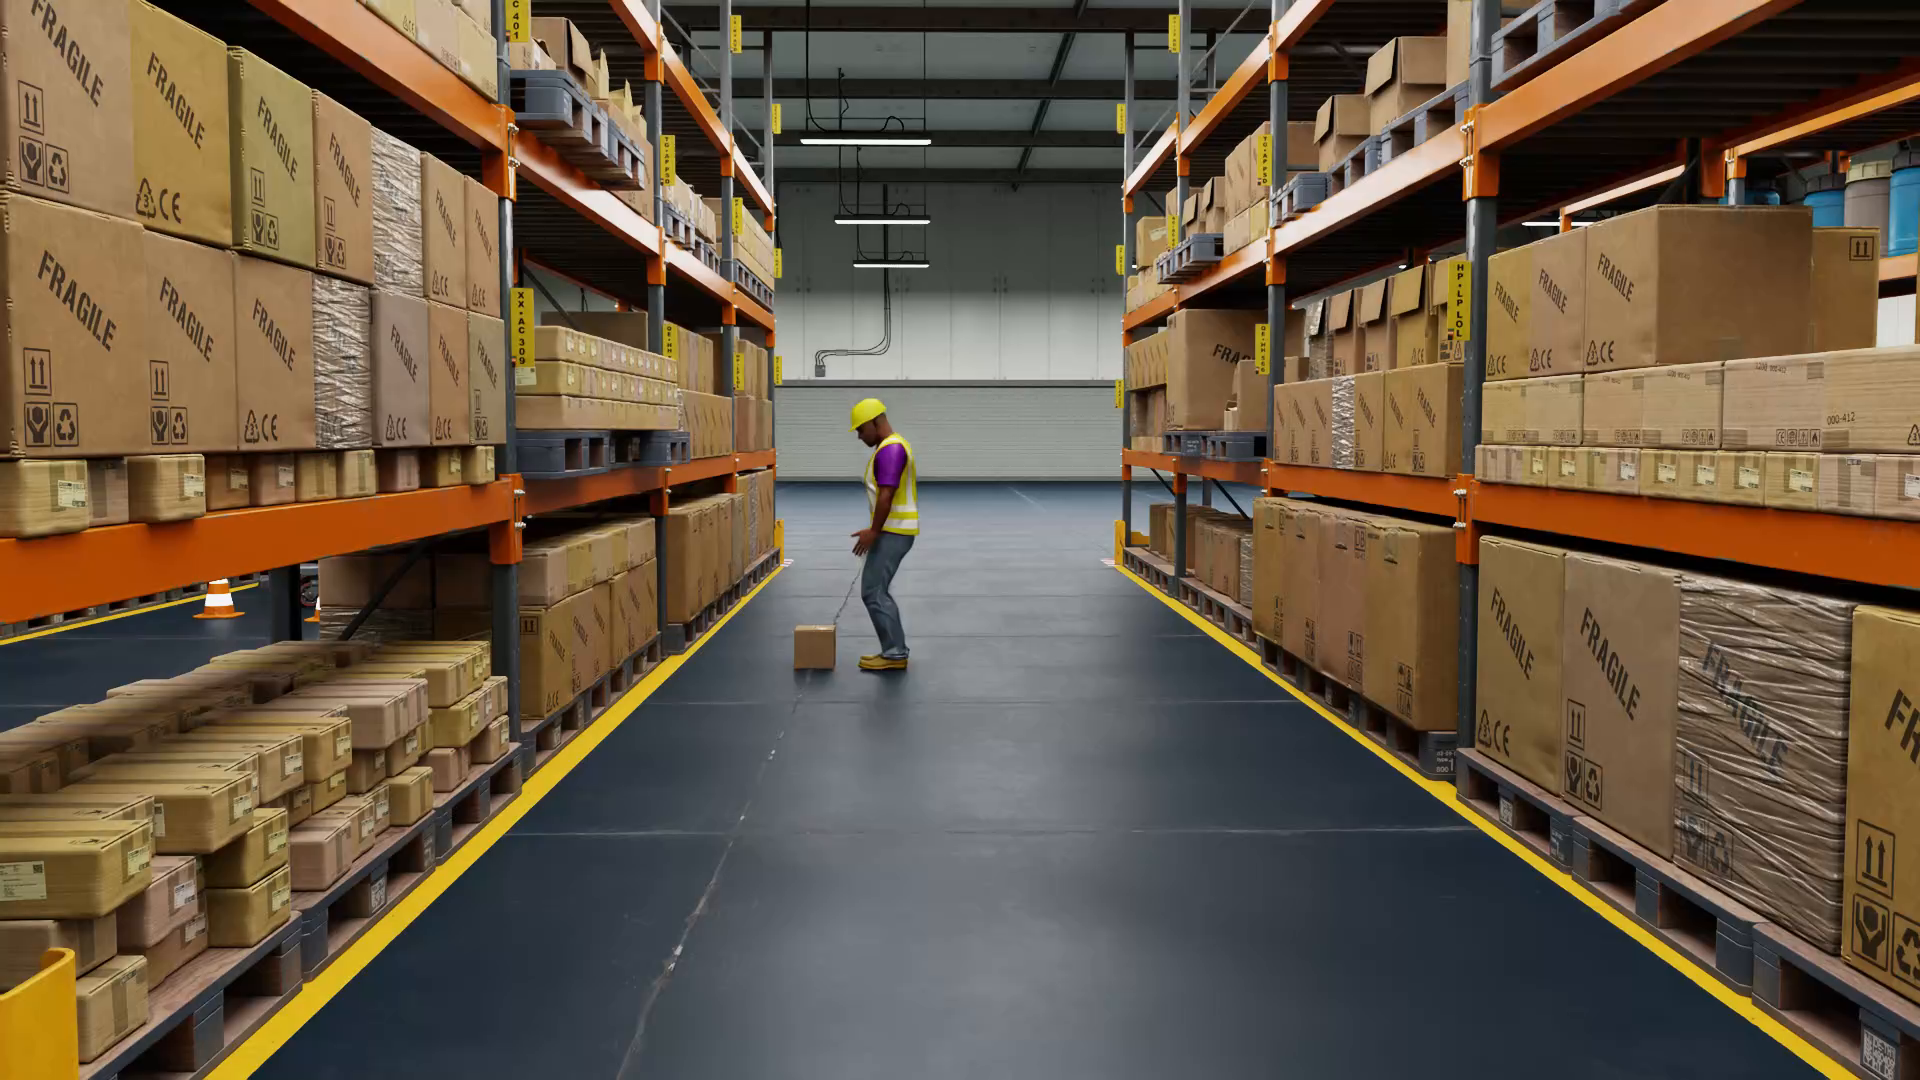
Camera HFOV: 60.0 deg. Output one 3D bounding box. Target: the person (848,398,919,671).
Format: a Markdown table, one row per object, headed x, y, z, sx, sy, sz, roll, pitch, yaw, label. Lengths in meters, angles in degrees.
| x | y | z | sx | sy | sz | roll | pitch | yaw | label |
| --- | --- | --- | --- | --- | --- | --- | --- | --- | --- |
| -0.486 | -0.041 | 10.587 | 0.453 | 1.718 | 0.591 | 0 | 4 | 0 | person |
